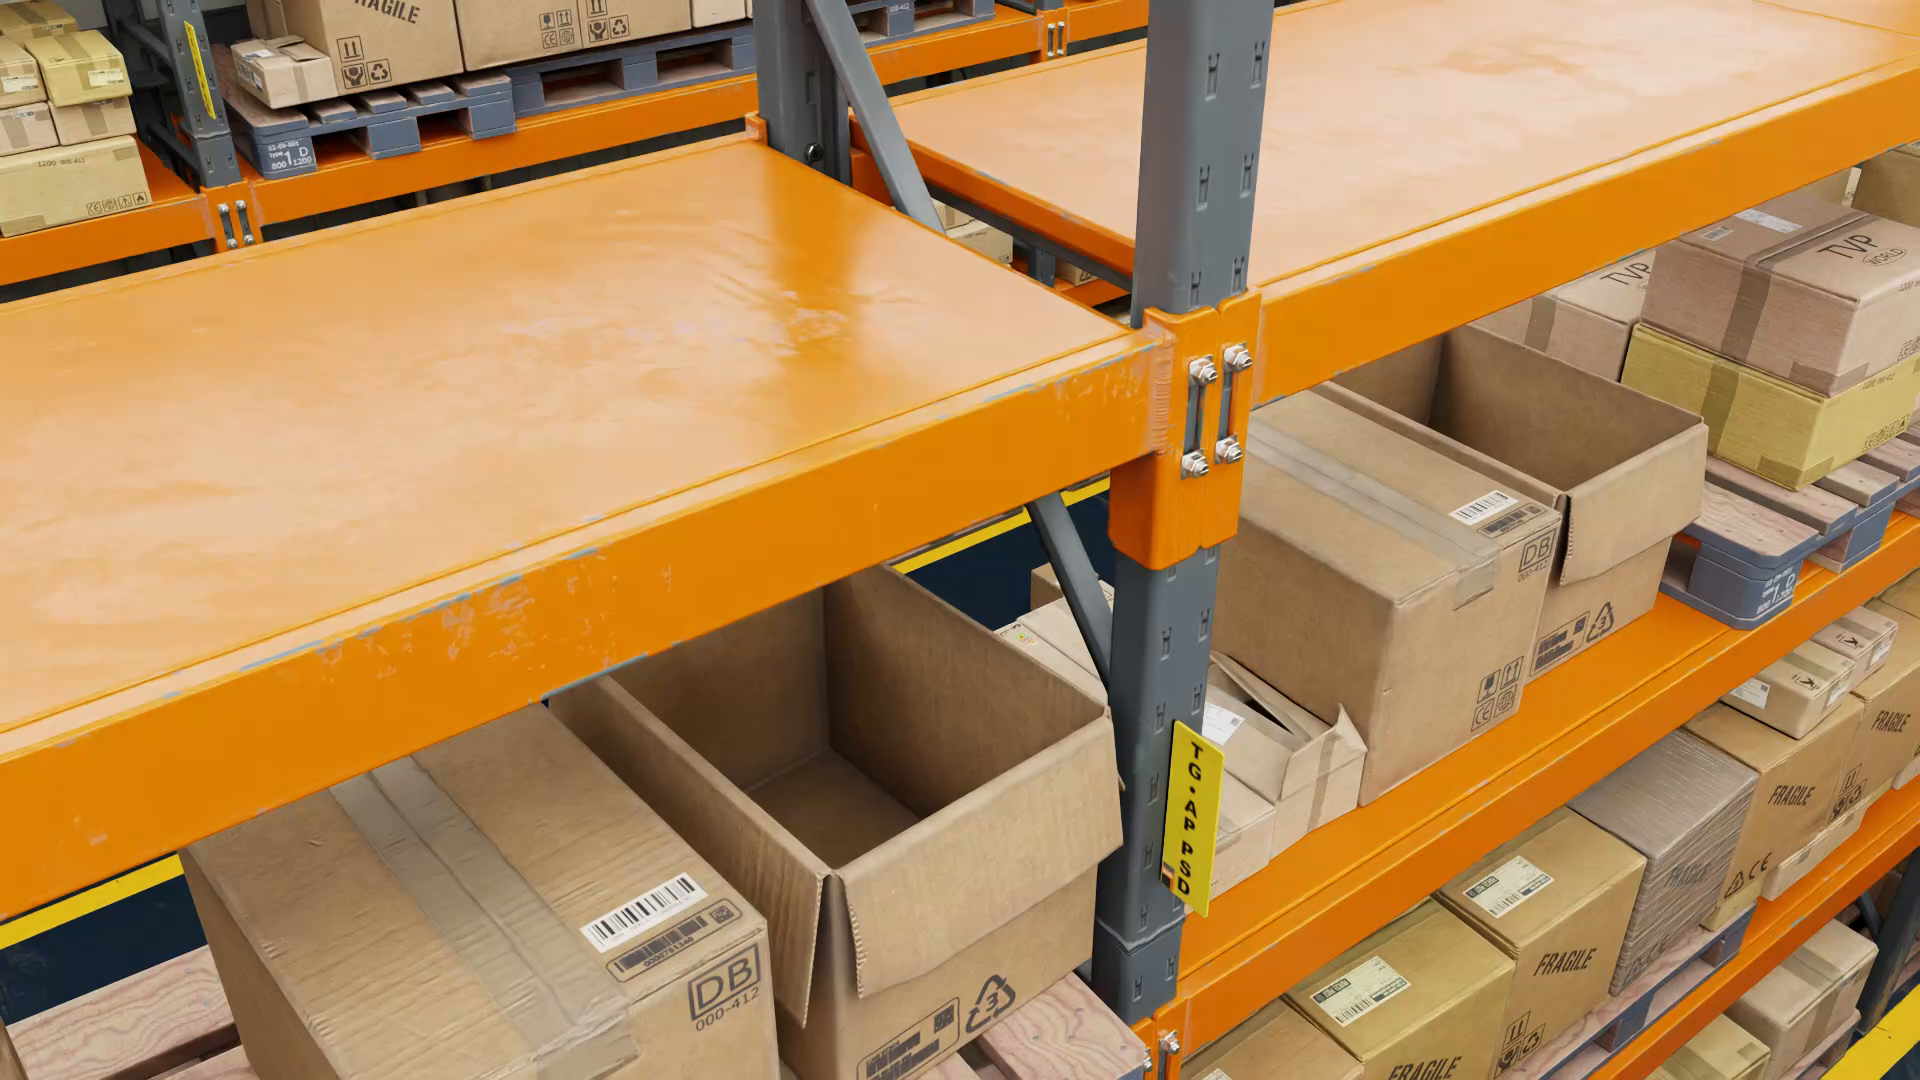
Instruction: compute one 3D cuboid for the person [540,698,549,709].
[{"bbox_3d":[-1.587,0.628,6.800,0.437,1.672,0.493,-24,40,-33],"label":"person"}]
